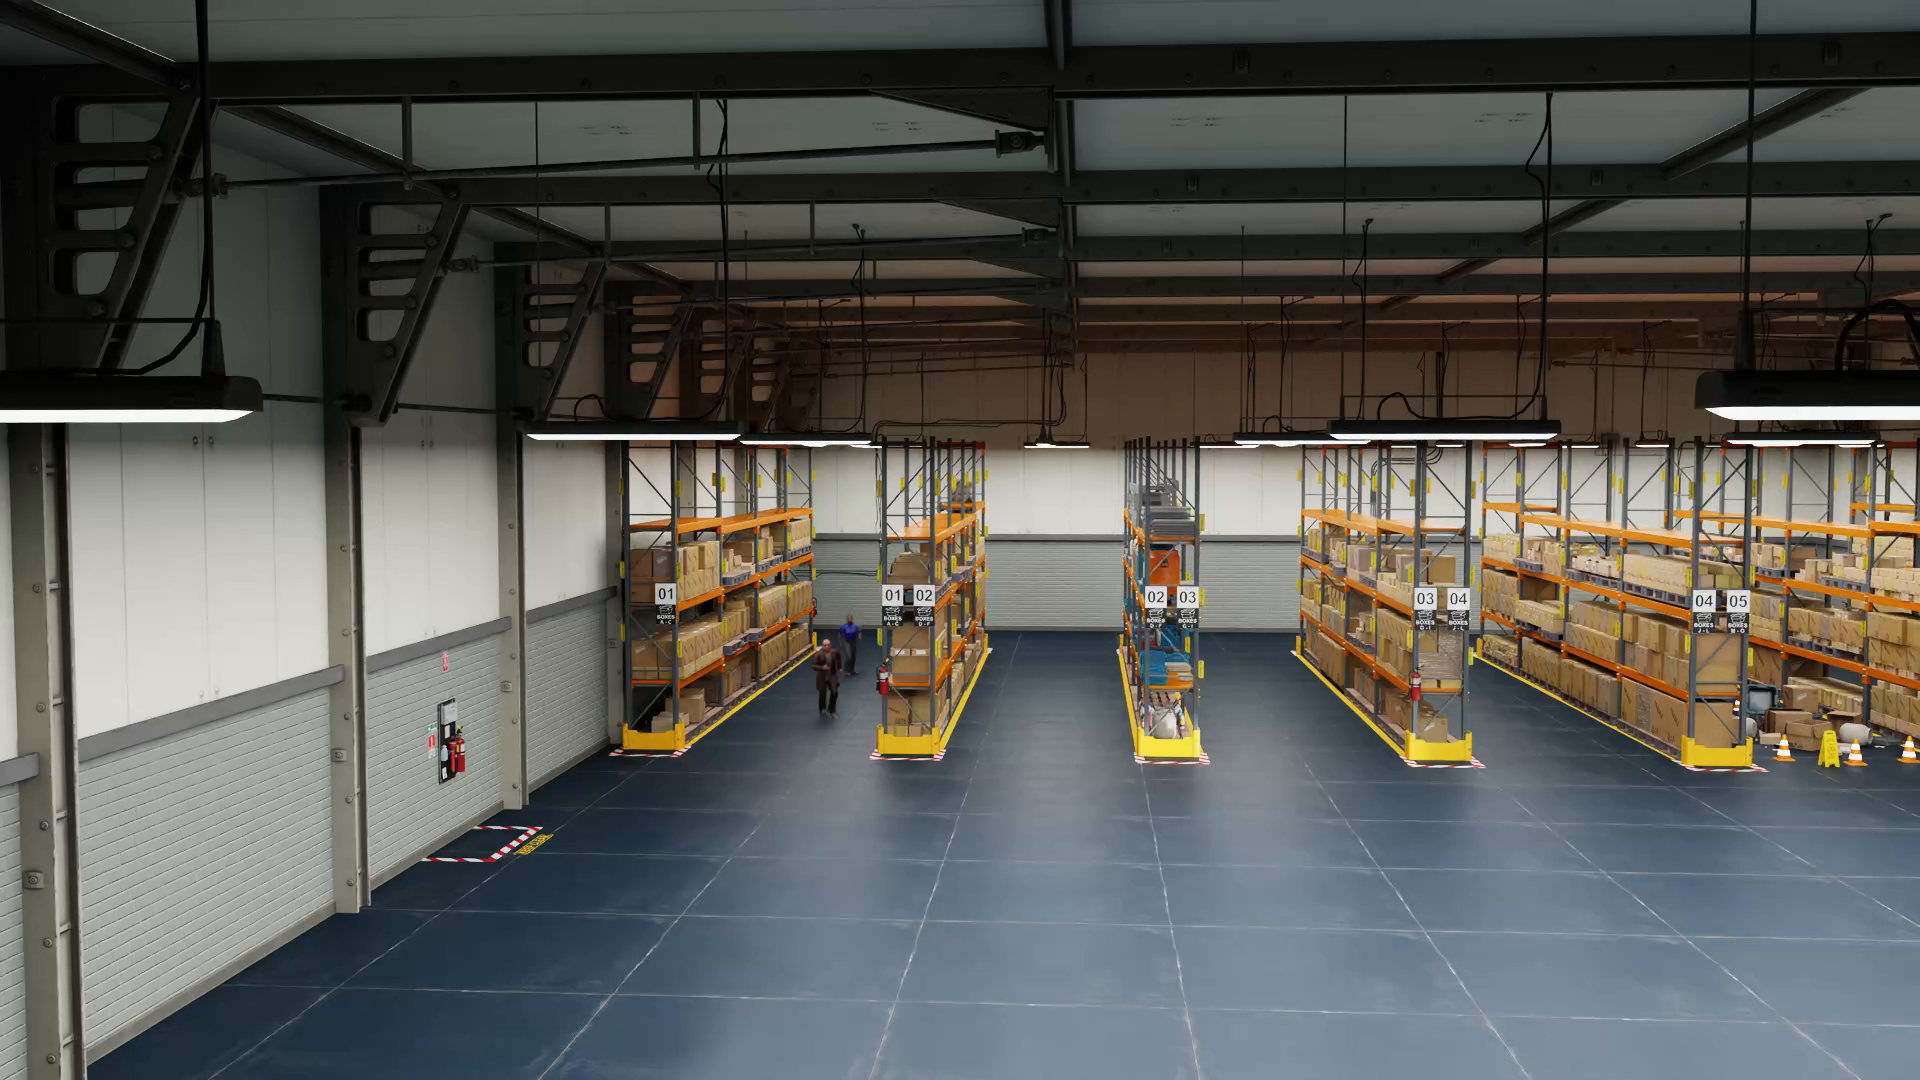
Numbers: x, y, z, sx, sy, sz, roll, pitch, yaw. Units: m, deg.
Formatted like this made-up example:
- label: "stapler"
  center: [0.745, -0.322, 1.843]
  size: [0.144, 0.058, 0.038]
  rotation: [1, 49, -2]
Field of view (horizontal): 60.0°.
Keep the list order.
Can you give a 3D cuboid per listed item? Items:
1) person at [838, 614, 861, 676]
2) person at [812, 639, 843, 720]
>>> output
- label: "person"
  center: [-2.768, 2.695, 42.517]
  size: [0.611, 1.632, 0.817]
  rotation: [-2, 4, -35]
- label: "person"
  center: [-2.837, 3.019, 35.521]
  size: [0.706, 1.640, 1.038]
  rotation: [-1, 3, -13]
